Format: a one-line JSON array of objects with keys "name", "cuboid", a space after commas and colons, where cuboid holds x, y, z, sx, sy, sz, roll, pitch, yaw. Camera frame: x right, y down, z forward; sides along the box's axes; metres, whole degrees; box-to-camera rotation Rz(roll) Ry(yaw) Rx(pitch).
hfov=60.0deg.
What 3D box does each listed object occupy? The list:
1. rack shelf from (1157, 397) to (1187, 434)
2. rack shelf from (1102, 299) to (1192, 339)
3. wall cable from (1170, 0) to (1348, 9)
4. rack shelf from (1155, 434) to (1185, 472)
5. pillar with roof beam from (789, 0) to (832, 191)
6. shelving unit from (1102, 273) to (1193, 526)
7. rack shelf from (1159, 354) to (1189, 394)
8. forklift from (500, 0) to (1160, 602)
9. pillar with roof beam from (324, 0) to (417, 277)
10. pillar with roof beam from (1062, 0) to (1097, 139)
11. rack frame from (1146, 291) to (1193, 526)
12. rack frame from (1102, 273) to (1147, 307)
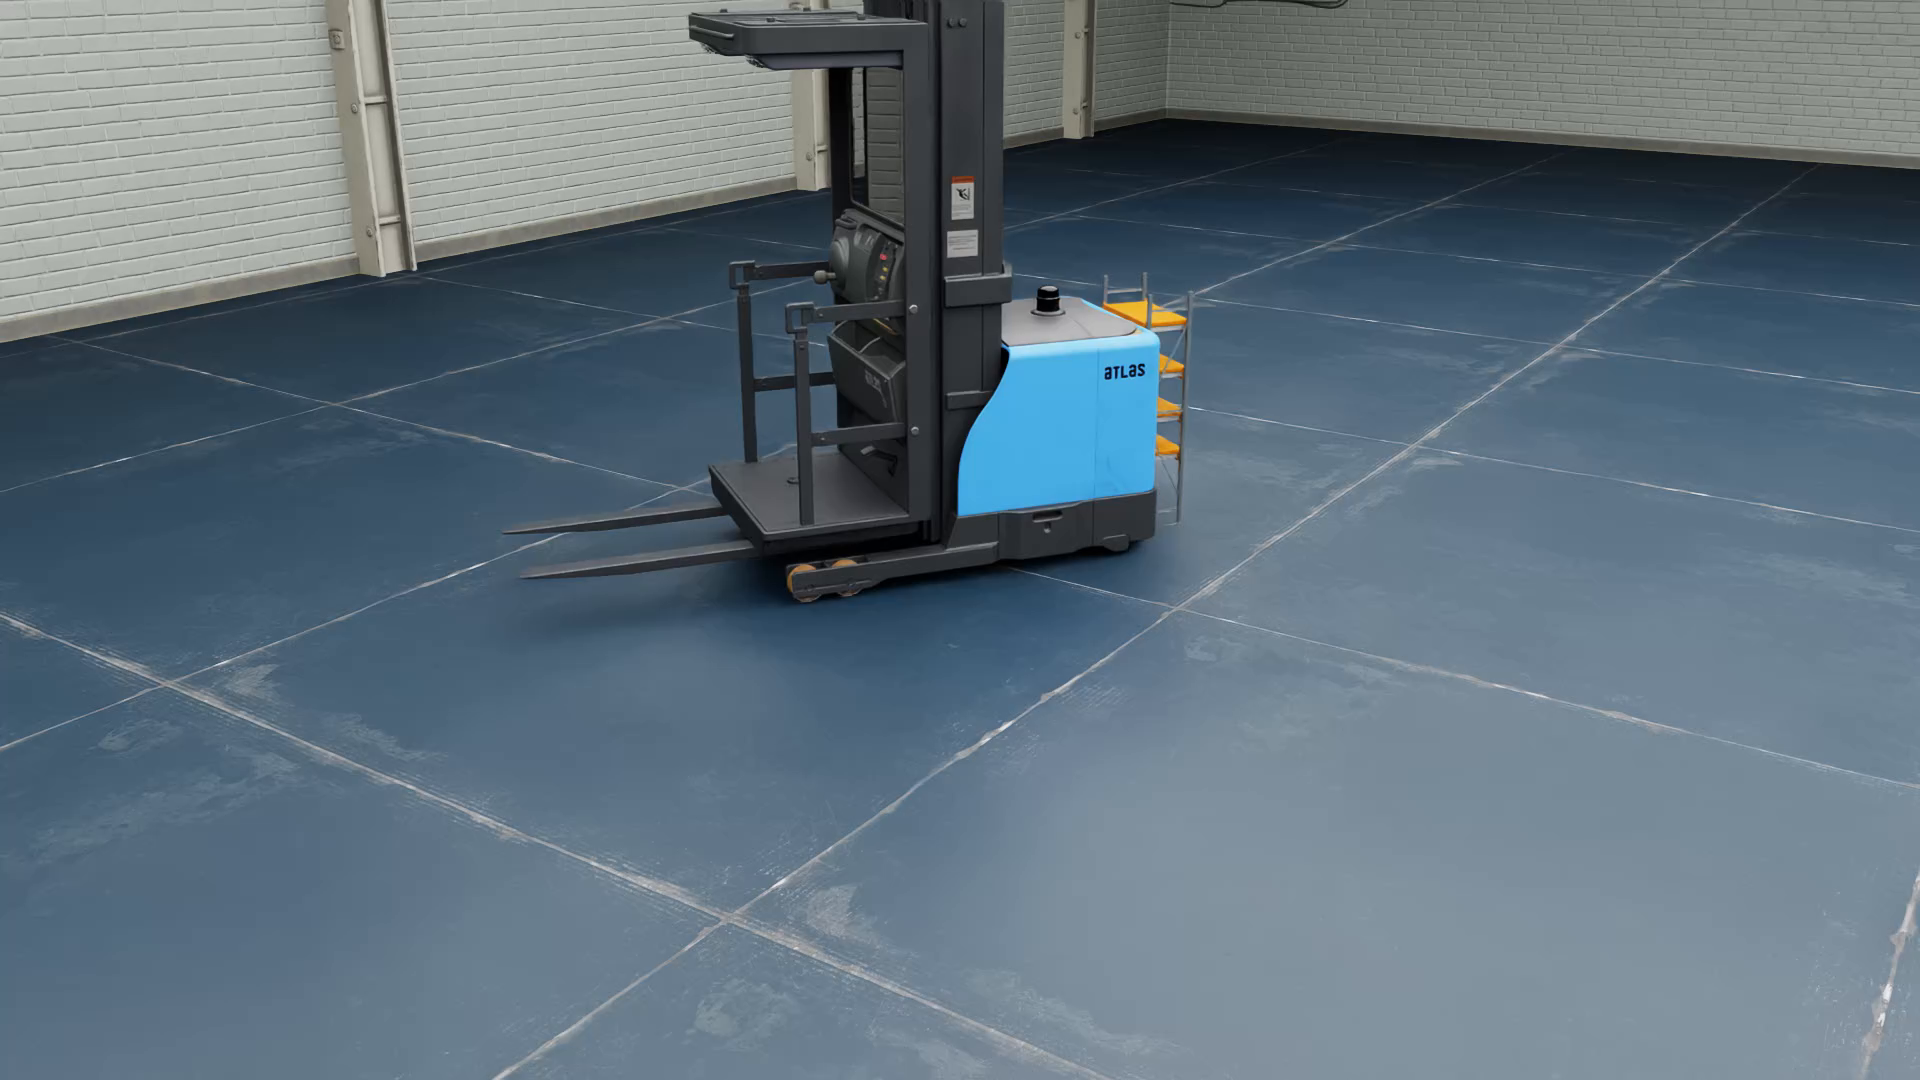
[{"name": "rack shelf", "cuboid": [0.925, -0.646, 8.473, 0.258, 0.148, 0.480, -7, 22, -20]}, {"name": "rack shelf", "cuboid": [0.927, -1.078, 8.314, 0.258, 0.148, 0.480, -7, 22, -20]}, {"name": "wall cable", "cuboid": [4.448, -9.166, 24.550, 3.097, 2.526, 0.112, 13, 24, 32]}, {"name": "rack shelf", "cuboid": [0.924, -0.459, 8.542, 0.258, 0.148, 0.480, -7, 22, -20]}, {"name": "pillar with roof beam", "cuboid": [1.886, -7.474, 15.499, 9.100, 9.000, 0.400, 13, 24, 32]}, {"name": "shelving unit", "cuboid": [0.925, -0.709, 8.450, 0.258, 1.200, 0.503, -7, 22, -20]}, {"name": "rack shelf", "cuboid": [0.926, -0.856, 8.396, 0.258, 0.148, 0.480, -7, 22, -20]}, {"name": "forklift", "cuboid": [-0.615, -1.301, 7.557, 3.031, 2.935, 1.130, -8, 22, -20]}, {"name": "pillar with roof beam", "cuboid": [-1.487, -5.752, 10.845, 9.100, 9.000, 0.400, 13, 24, 32]}, {"name": "pillar with roof beam", "cuboid": [5.259, -9.195, 20.153, 9.100, 9.000, 0.400, 13, 24, 32]}, {"name": "rack frame", "cuboid": [1.014, -0.630, 8.237, 0.240, 1.200, 0.015, -7, 22, -20]}, {"name": "rack frame", "cuboid": [0.837, -0.788, 8.663, 0.240, 1.200, 0.015, -7, 22, -20]}]
